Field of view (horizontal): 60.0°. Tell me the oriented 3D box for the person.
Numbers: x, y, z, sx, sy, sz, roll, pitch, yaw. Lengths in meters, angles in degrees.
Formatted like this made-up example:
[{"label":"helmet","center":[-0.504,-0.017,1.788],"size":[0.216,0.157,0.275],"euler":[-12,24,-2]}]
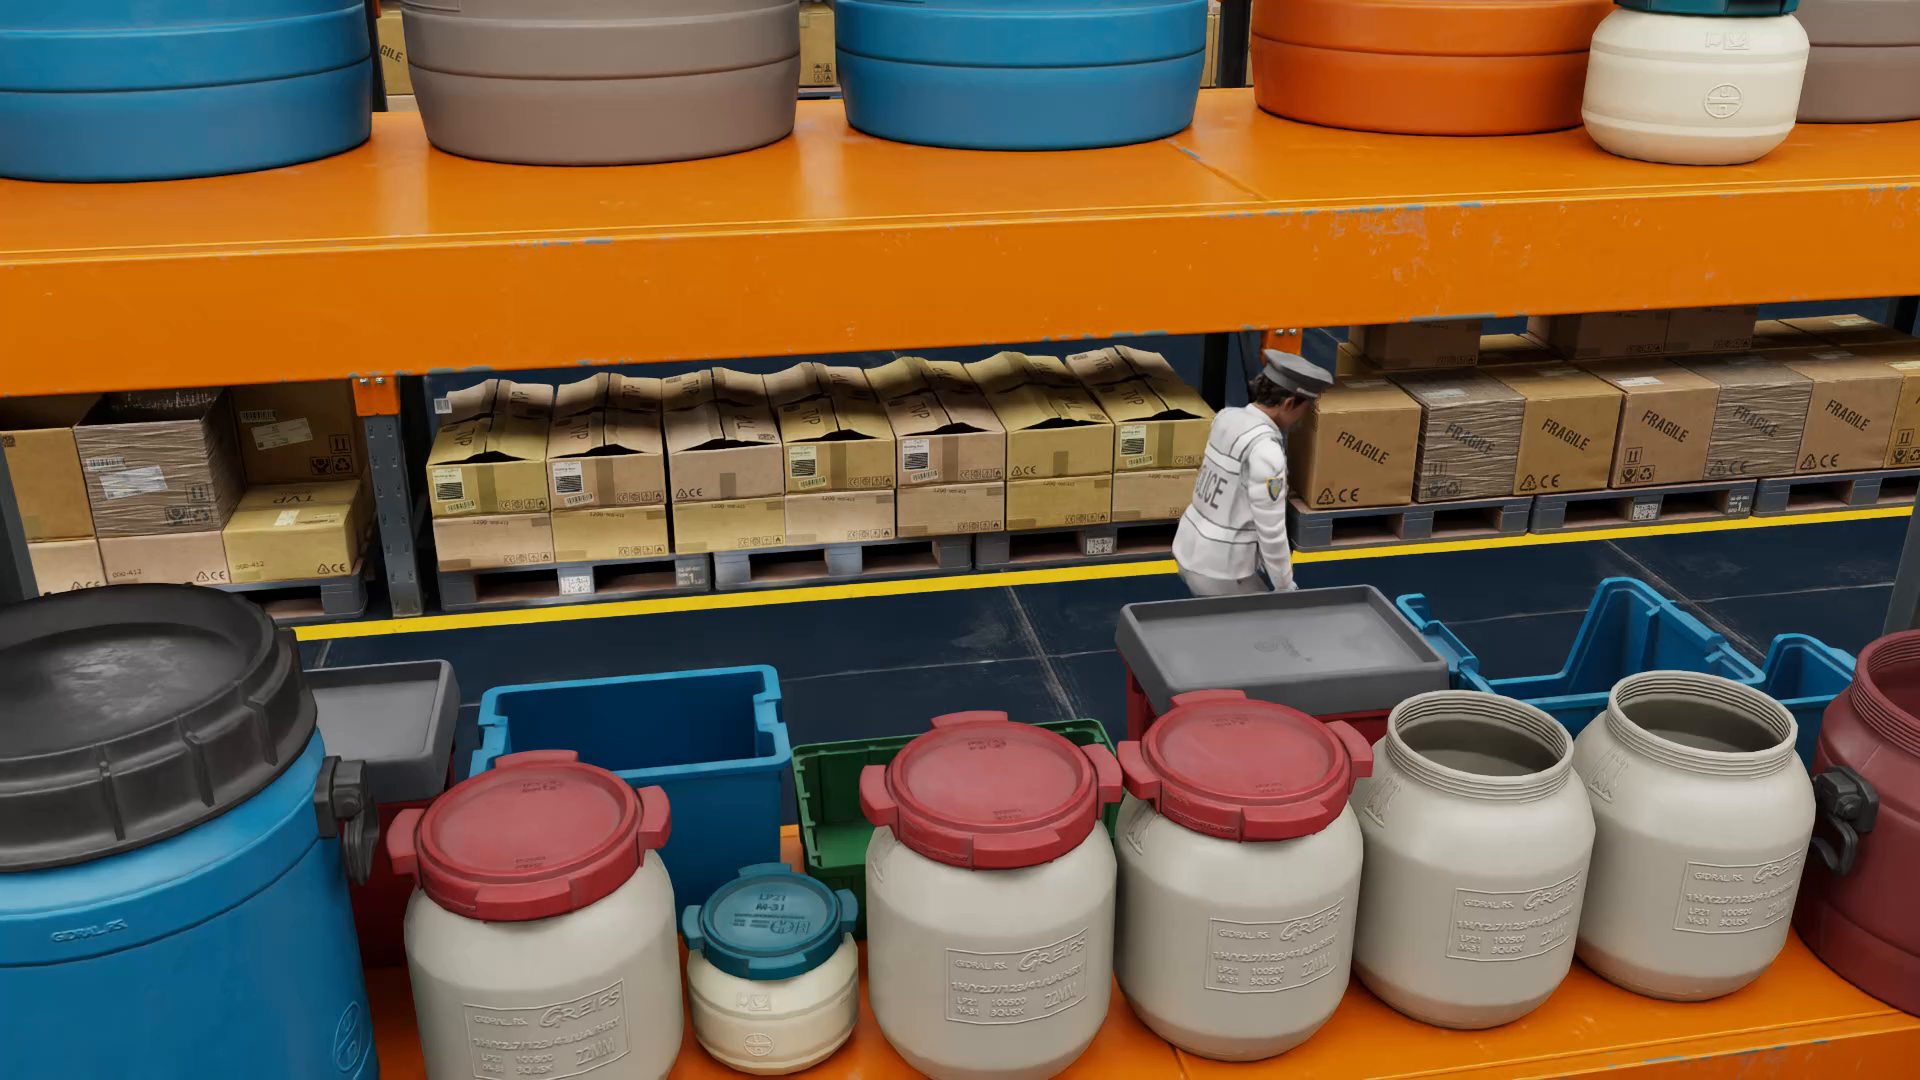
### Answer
[{"label":"person","center":[1.031,0.085,6.030],"size":[0.526,1.576,0.516],"euler":[-4,24,-9]}]
